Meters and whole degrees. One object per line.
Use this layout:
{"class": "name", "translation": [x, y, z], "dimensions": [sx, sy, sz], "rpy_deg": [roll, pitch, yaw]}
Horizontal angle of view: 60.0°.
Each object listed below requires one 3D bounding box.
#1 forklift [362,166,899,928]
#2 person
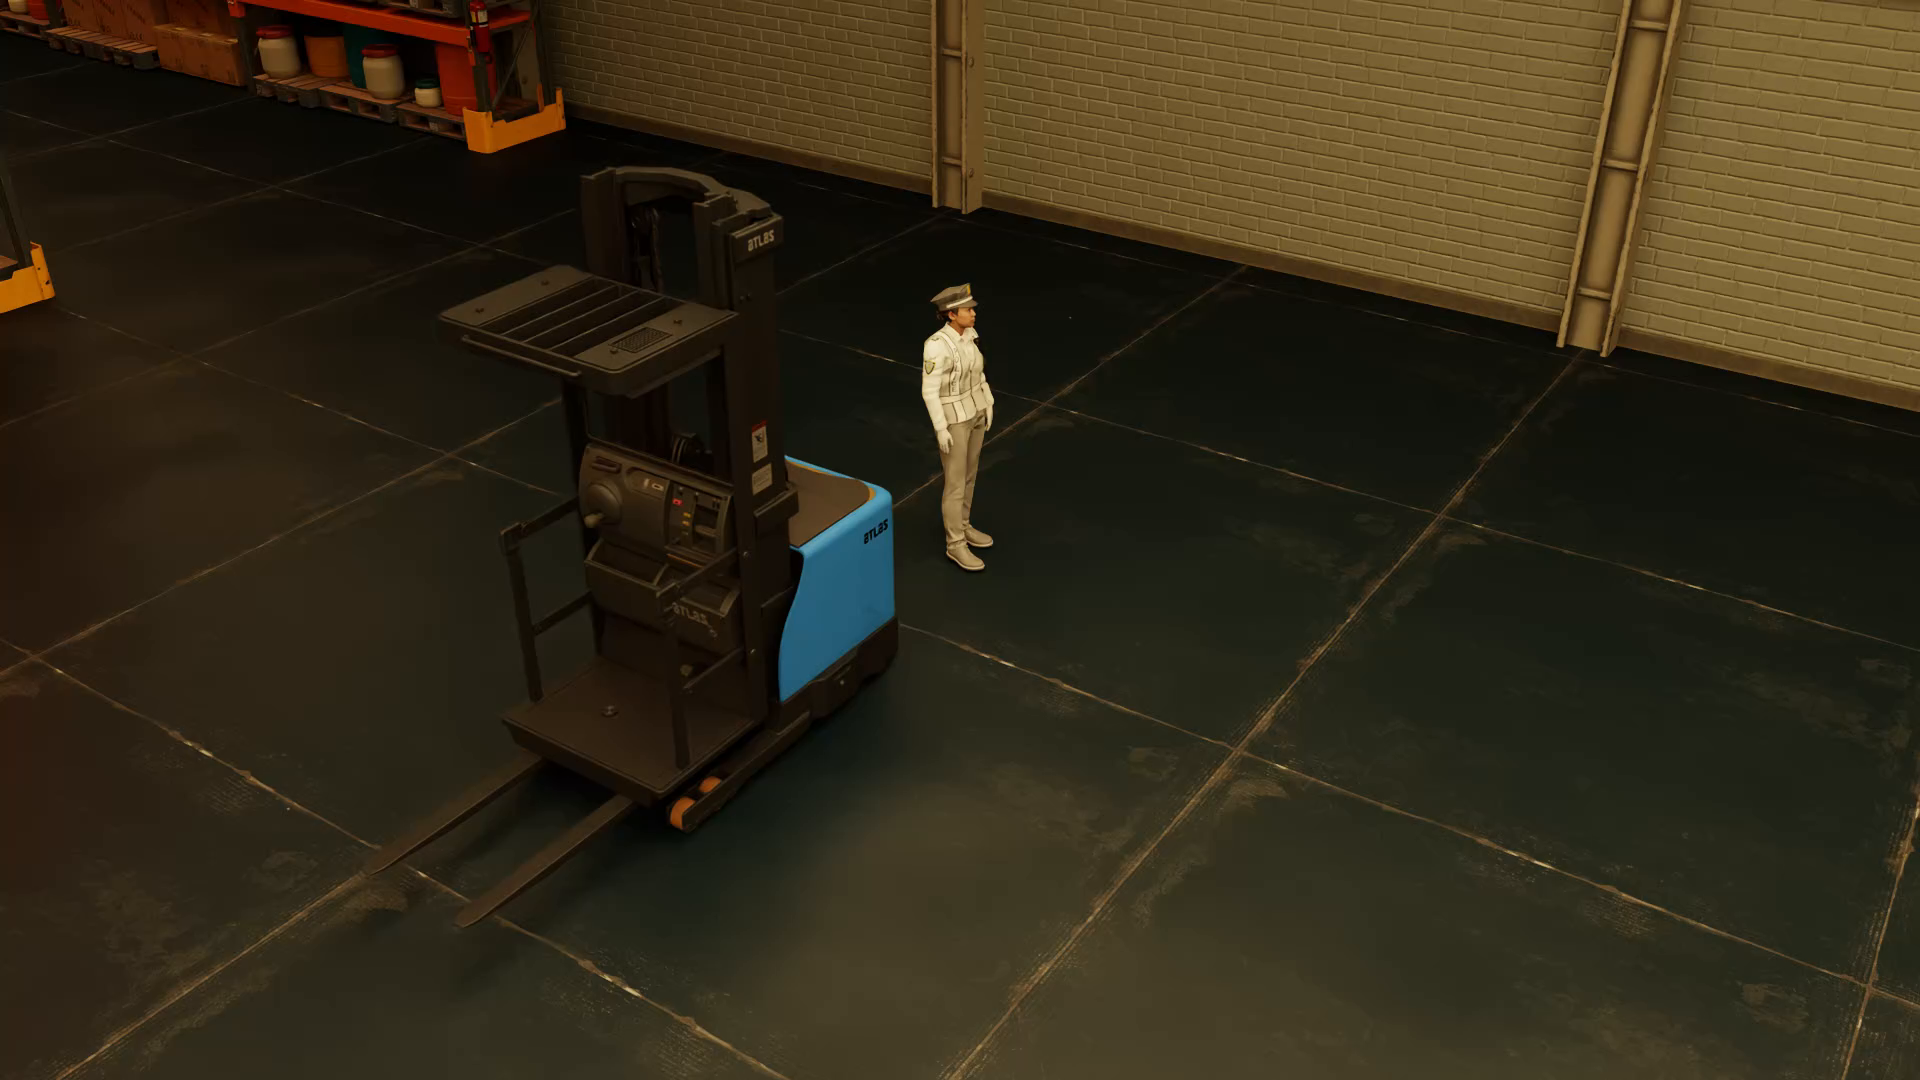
{"class": "forklift", "translation": [-1.581, -0.125, 7.797], "dimensions": [1.130, 2.935, 3.031], "rpy_deg": [19, 35, 29]}
{"class": "person", "translation": [0.053, -0.717, 10.033], "dimensions": [0.531, 1.695, 0.588], "rpy_deg": [19, 35, 29]}
